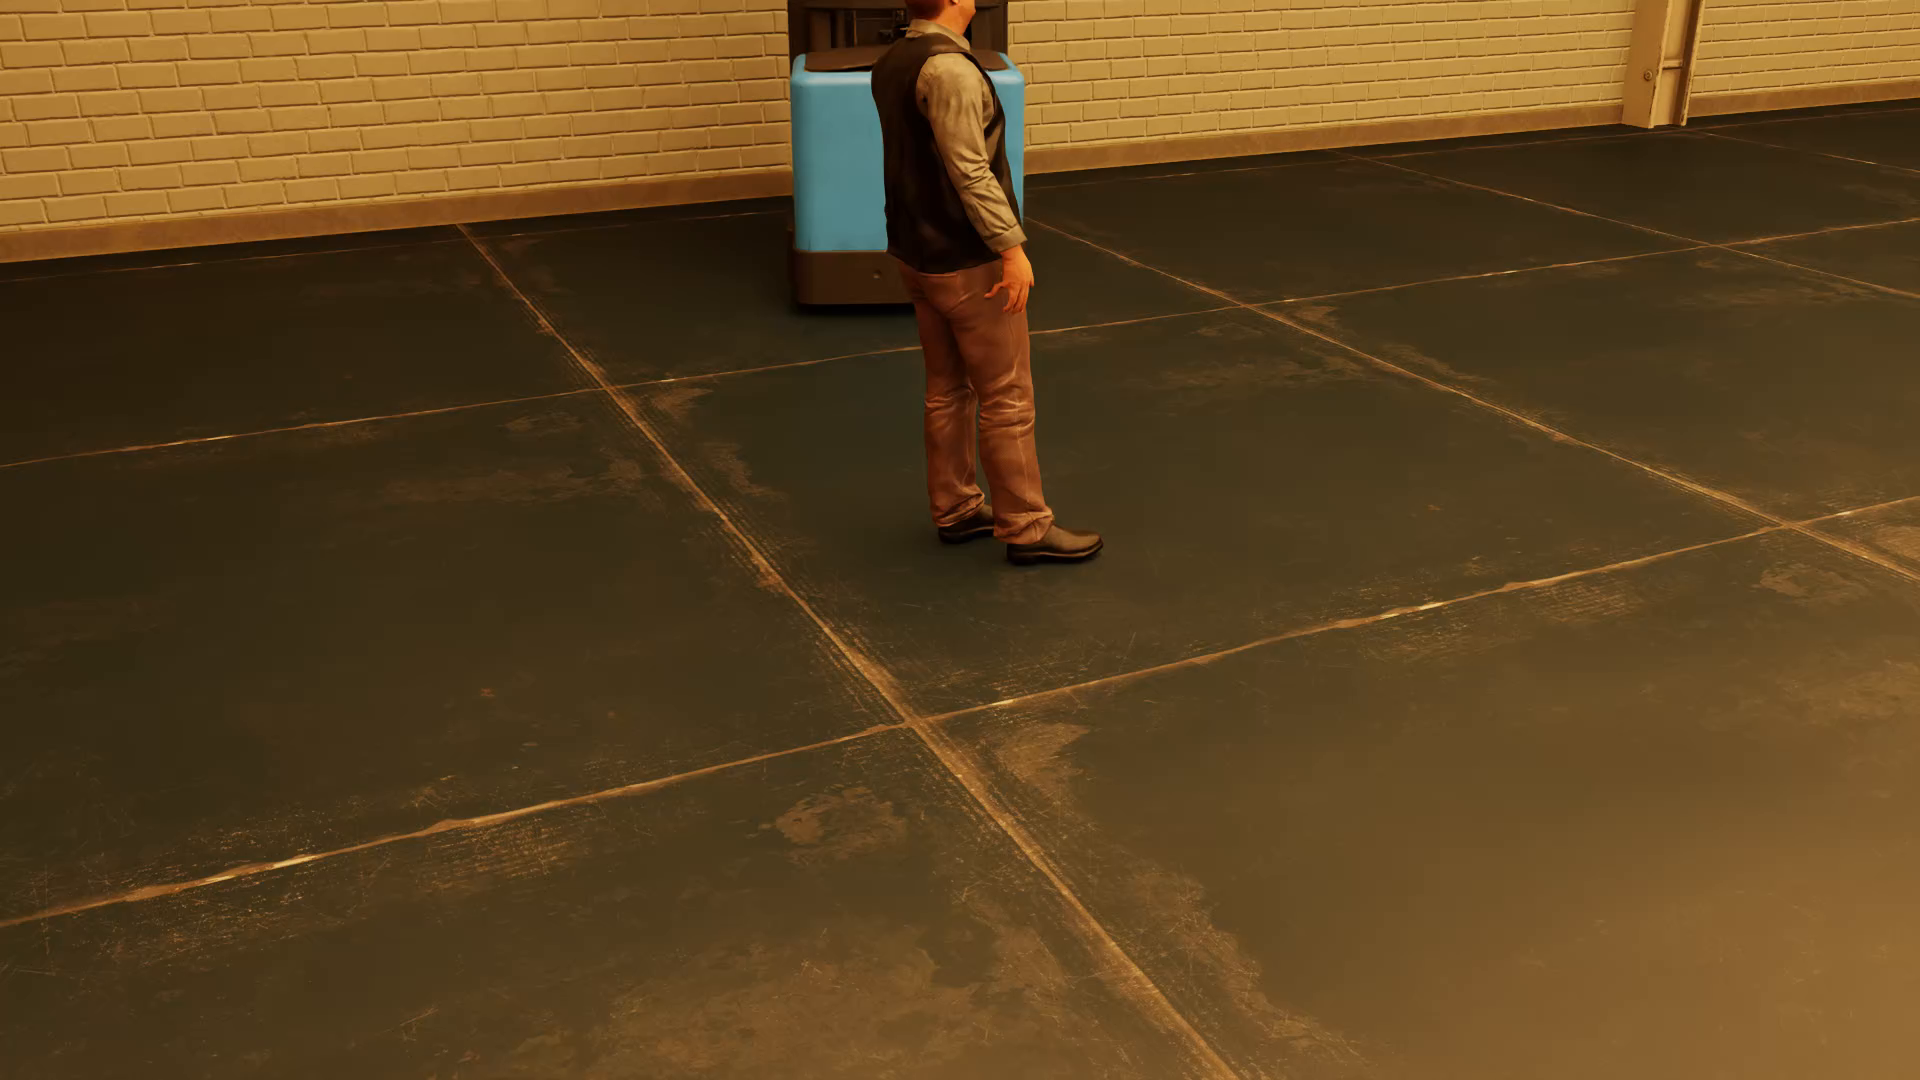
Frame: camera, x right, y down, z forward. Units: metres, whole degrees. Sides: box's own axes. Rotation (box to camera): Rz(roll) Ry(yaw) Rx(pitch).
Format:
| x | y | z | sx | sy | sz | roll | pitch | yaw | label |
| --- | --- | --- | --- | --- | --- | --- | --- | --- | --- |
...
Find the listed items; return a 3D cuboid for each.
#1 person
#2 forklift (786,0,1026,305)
| x | y | z | sx | sy | sz | roll | pitch | yaw | label |
| --- | --- | --- | --- | --- | --- | --- | --- | --- | --- |
| 0.060 | -0.809 | 4.792 | 0.566 | 1.722 | 0.633 | -10 | 25 | -23 | person |
| -0.324 | -2.931 | 8.342 | 1.130 | 2.935 | 3.031 | -2 | 23 | -4 | forklift |
